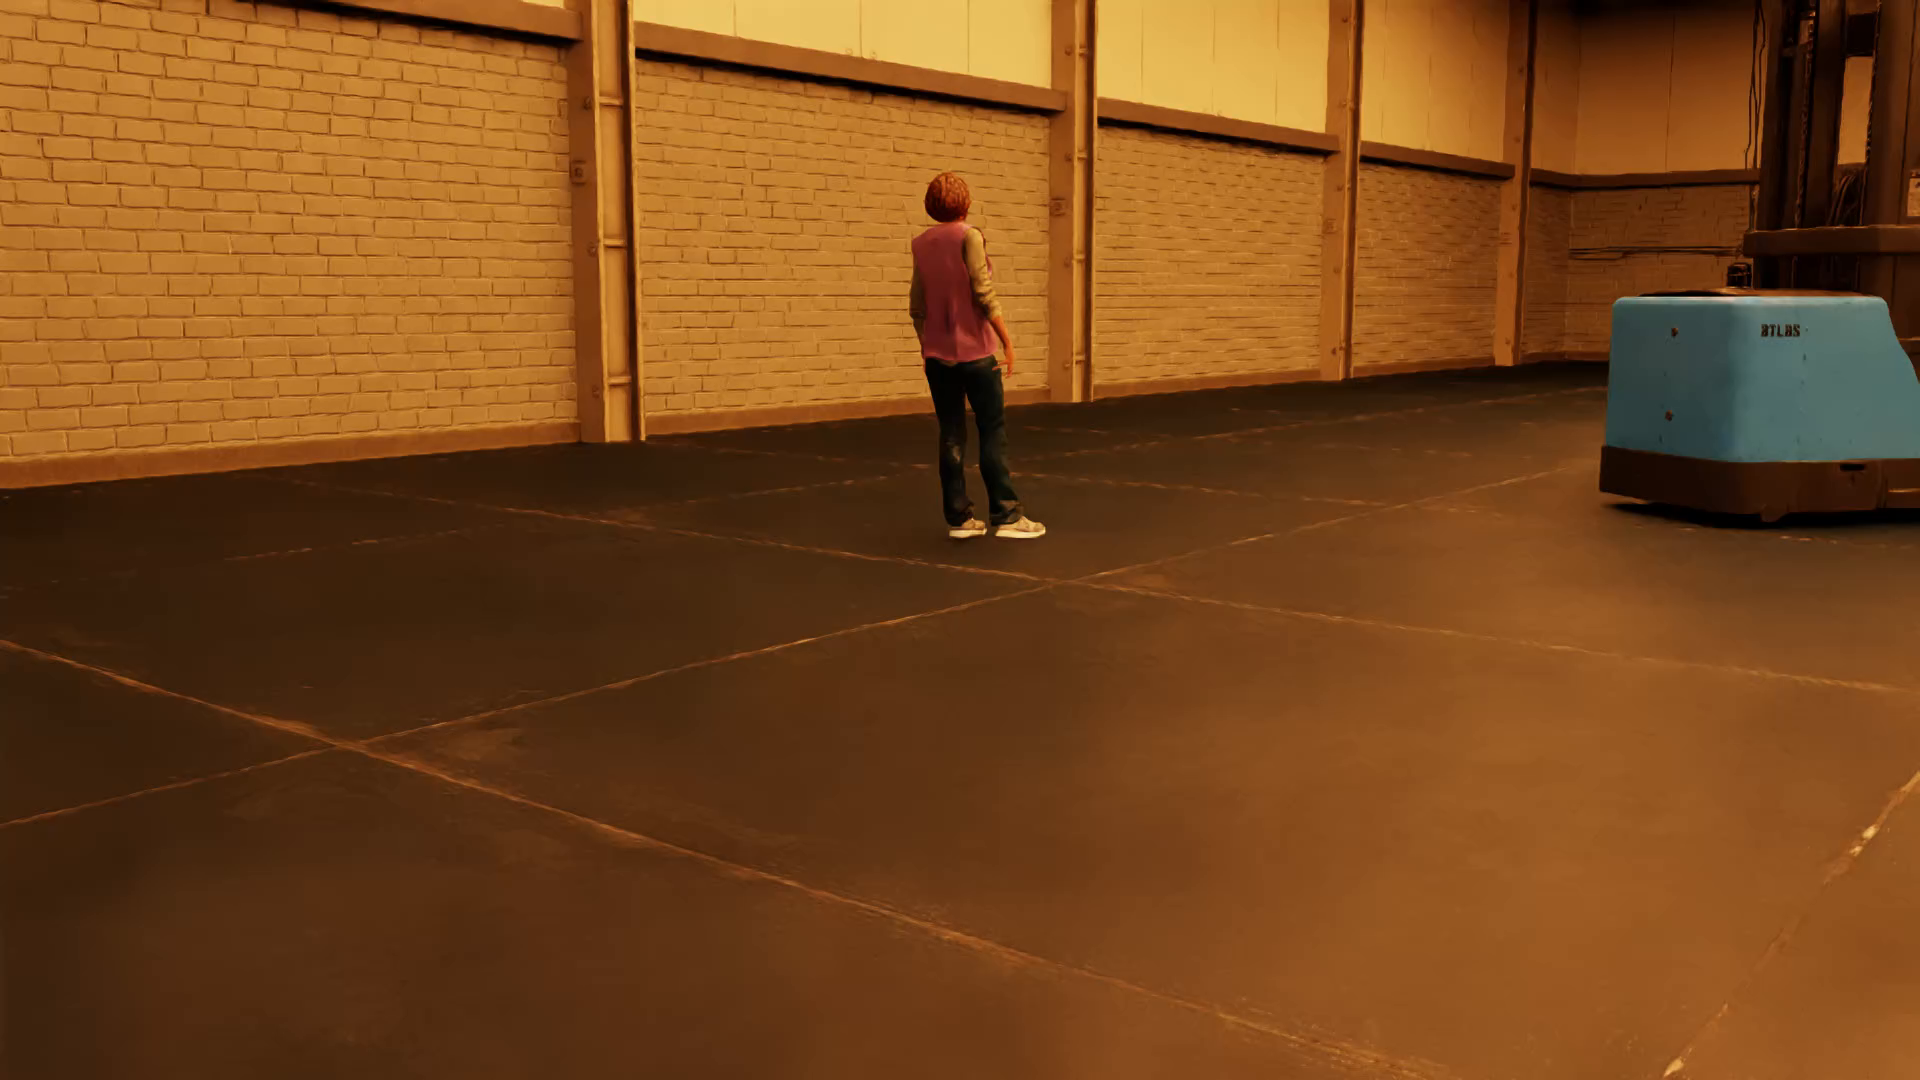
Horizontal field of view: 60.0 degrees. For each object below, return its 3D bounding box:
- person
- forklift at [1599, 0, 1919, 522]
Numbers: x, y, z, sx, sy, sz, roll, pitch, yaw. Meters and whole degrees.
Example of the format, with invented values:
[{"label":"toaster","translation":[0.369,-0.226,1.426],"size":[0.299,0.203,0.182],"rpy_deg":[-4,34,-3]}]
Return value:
[{"label":"person","translation":[0.057,-0.802,7.337],"size":[0.520,1.593,0.474],"rpy_deg":[7,11,38]},{"label":"forklift","translation":[4.900,-1.623,8.375],"size":[3.031,2.935,1.130],"rpy_deg":[-2,9,-14]}]
